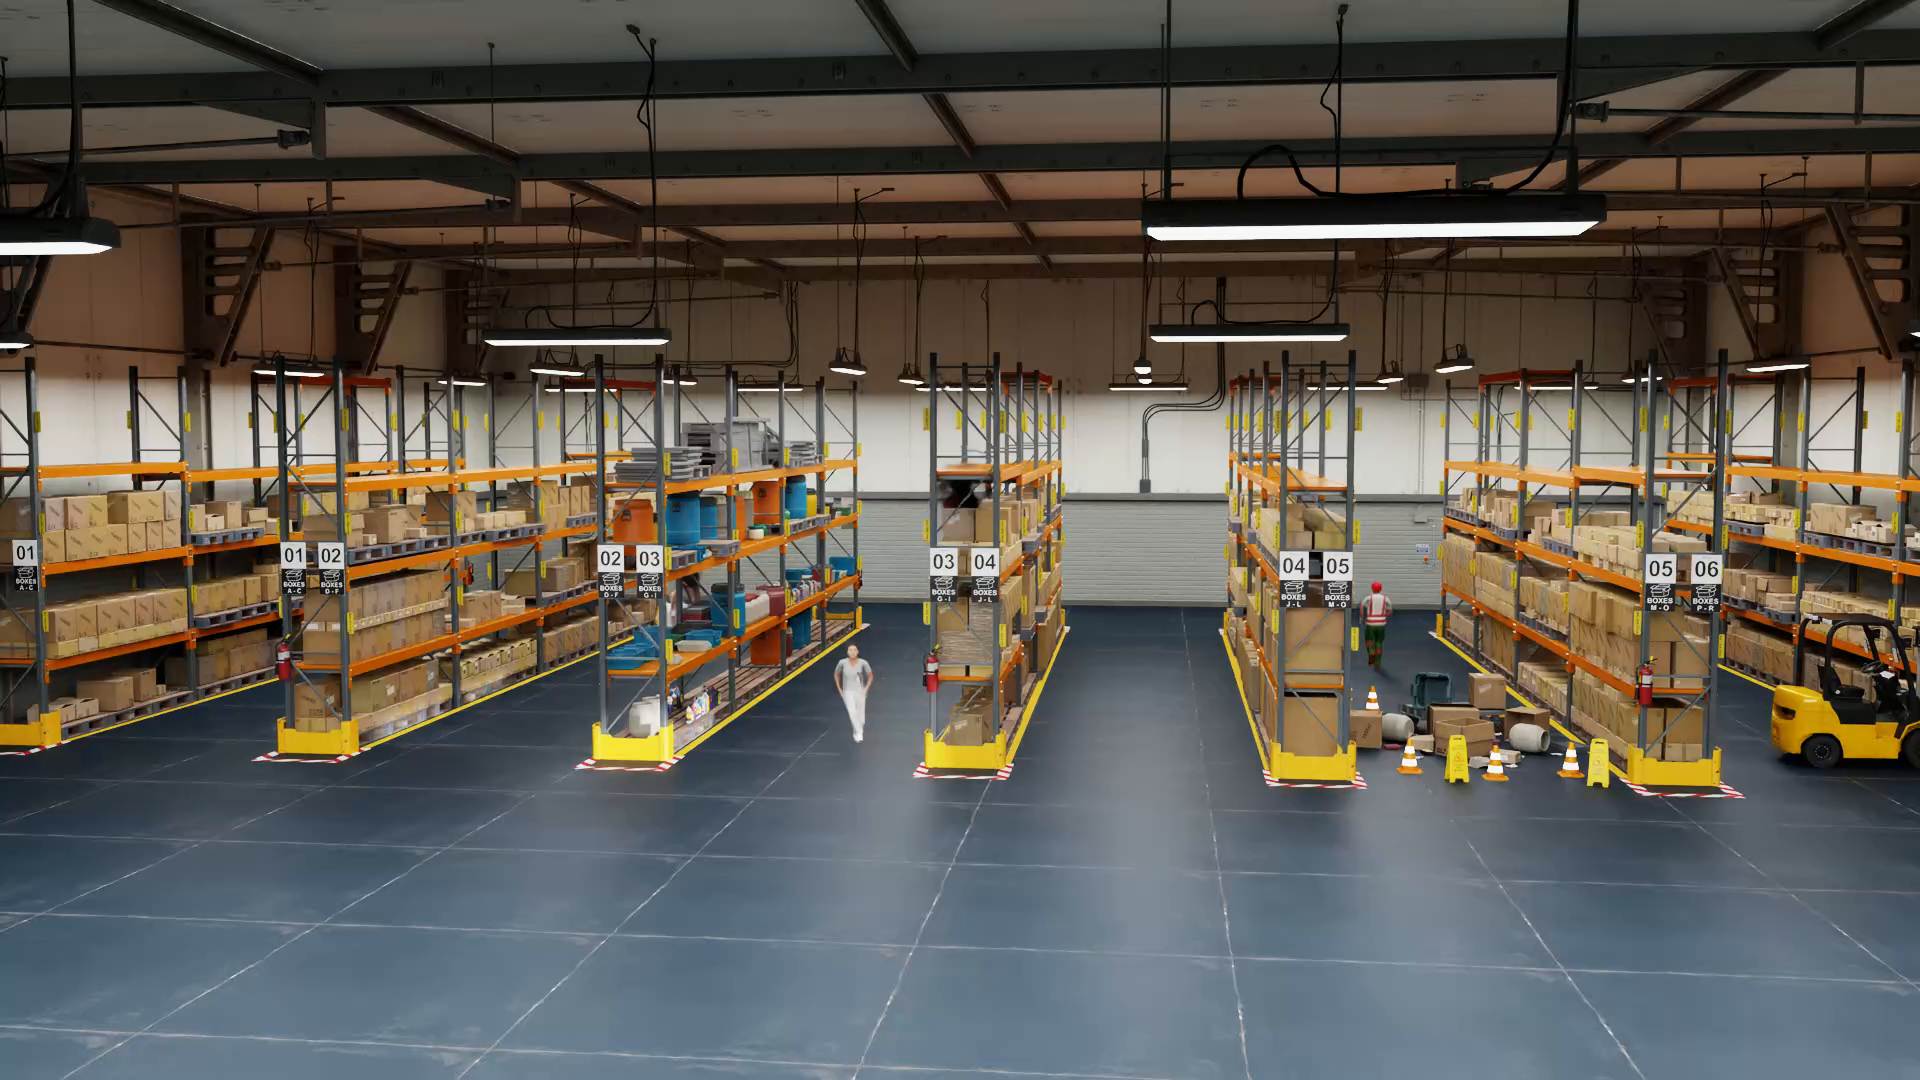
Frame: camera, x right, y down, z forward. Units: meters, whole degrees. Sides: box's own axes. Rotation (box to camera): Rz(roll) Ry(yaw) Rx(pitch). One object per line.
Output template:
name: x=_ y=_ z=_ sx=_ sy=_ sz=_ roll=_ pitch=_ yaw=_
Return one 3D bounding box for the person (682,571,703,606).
person: x=-6.811 y=1.186 z=42.012 sx=0.670 sy=1.716 sz=0.838 roll=-2 pitch=5 yaw=-31

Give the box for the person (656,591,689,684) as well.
person: x=-5.526 y=1.866 z=32.218 sx=0.739 sy=1.752 sz=0.901 roll=0 pitch=4 yaw=0

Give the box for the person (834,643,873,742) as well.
person: x=-1.601 y=2.316 z=25.005 sx=0.589 sy=1.573 sz=0.849 roll=0 pitch=4 yaw=-4

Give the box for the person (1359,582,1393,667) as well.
person: x=8.504 y=1.717 z=34.067 sx=0.673 sy=1.741 sz=0.596 roll=0 pitch=4 yaw=4
